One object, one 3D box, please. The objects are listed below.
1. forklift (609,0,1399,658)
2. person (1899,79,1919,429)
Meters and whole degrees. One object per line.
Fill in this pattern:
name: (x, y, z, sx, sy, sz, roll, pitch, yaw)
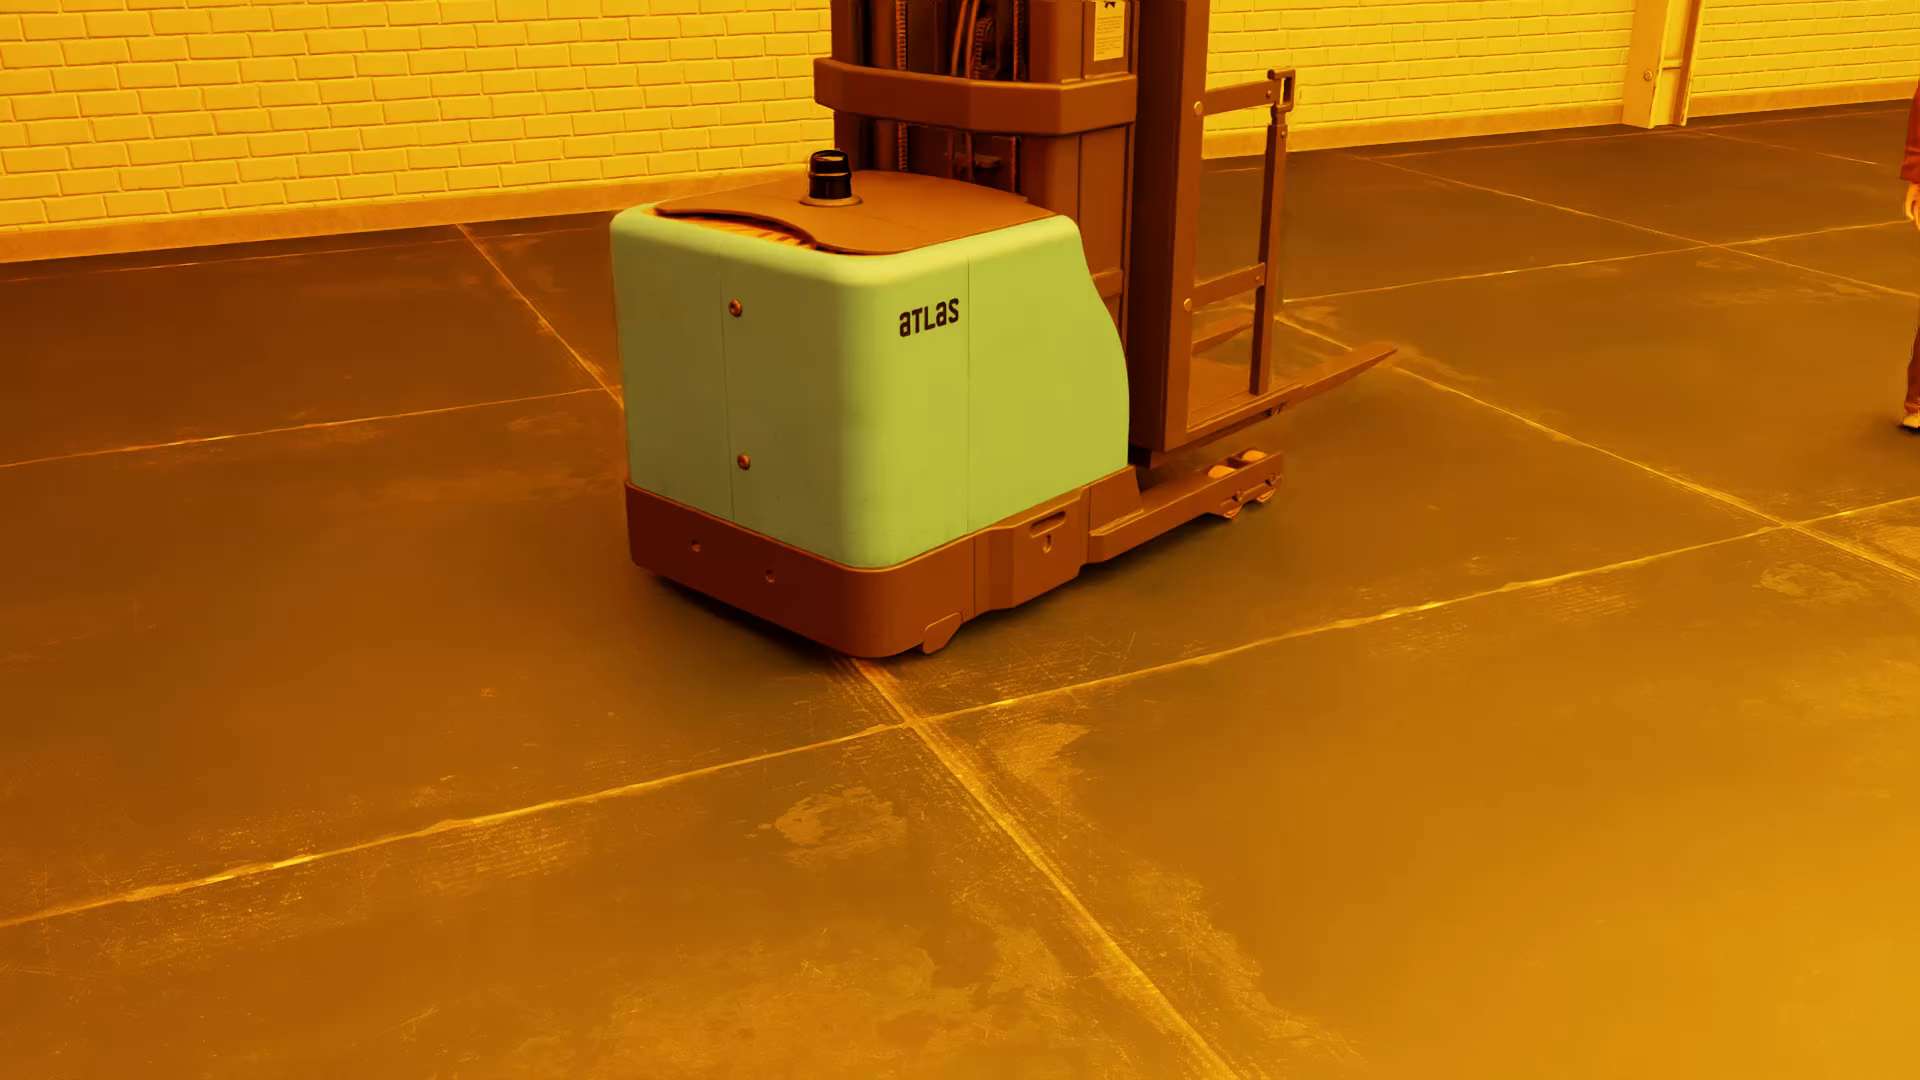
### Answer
forklift: (0.405, -1.538, 4.989, 1.130, 2.935, 3.031, 19, 29, 38)
person: (3.596, -1.176, 5.665, 0.511, 1.802, 0.681, -16, 27, -33)
